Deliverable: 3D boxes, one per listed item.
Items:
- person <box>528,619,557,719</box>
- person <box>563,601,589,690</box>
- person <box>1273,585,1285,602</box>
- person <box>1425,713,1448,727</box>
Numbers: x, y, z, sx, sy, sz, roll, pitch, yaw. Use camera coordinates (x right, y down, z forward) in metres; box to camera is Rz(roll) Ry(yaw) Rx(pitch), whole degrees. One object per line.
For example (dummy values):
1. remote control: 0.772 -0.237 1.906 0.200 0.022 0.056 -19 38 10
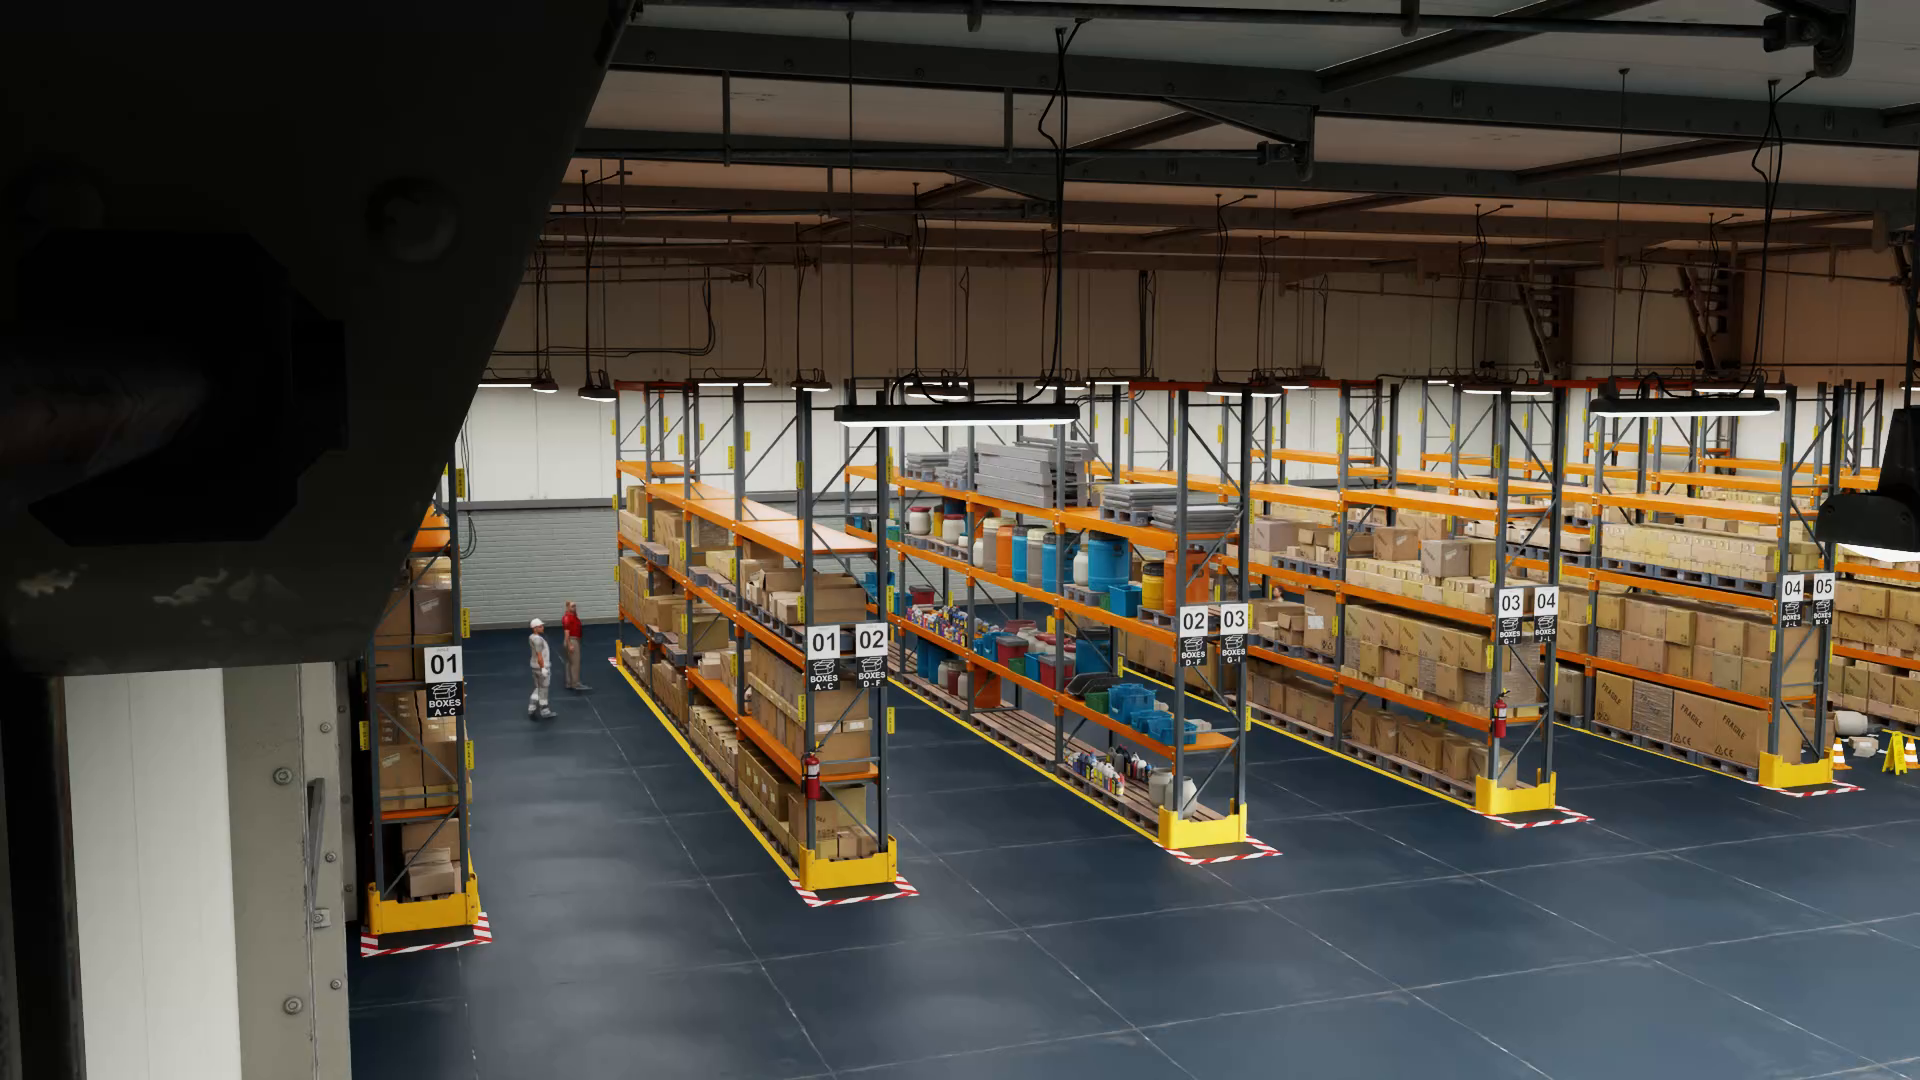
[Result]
1. person: -7.485 2.296 29.760 0.497 1.795 0.563 -5 8 -41
2. person: -7.522 2.041 32.508 0.468 1.725 0.556 -2 6 -15
3. person: 6.665 1.809 35.087 0.484 1.711 0.491 3 7 26
4. person: 8.331 2.360 29.096 0.412 1.797 0.592 -5 8 -37
